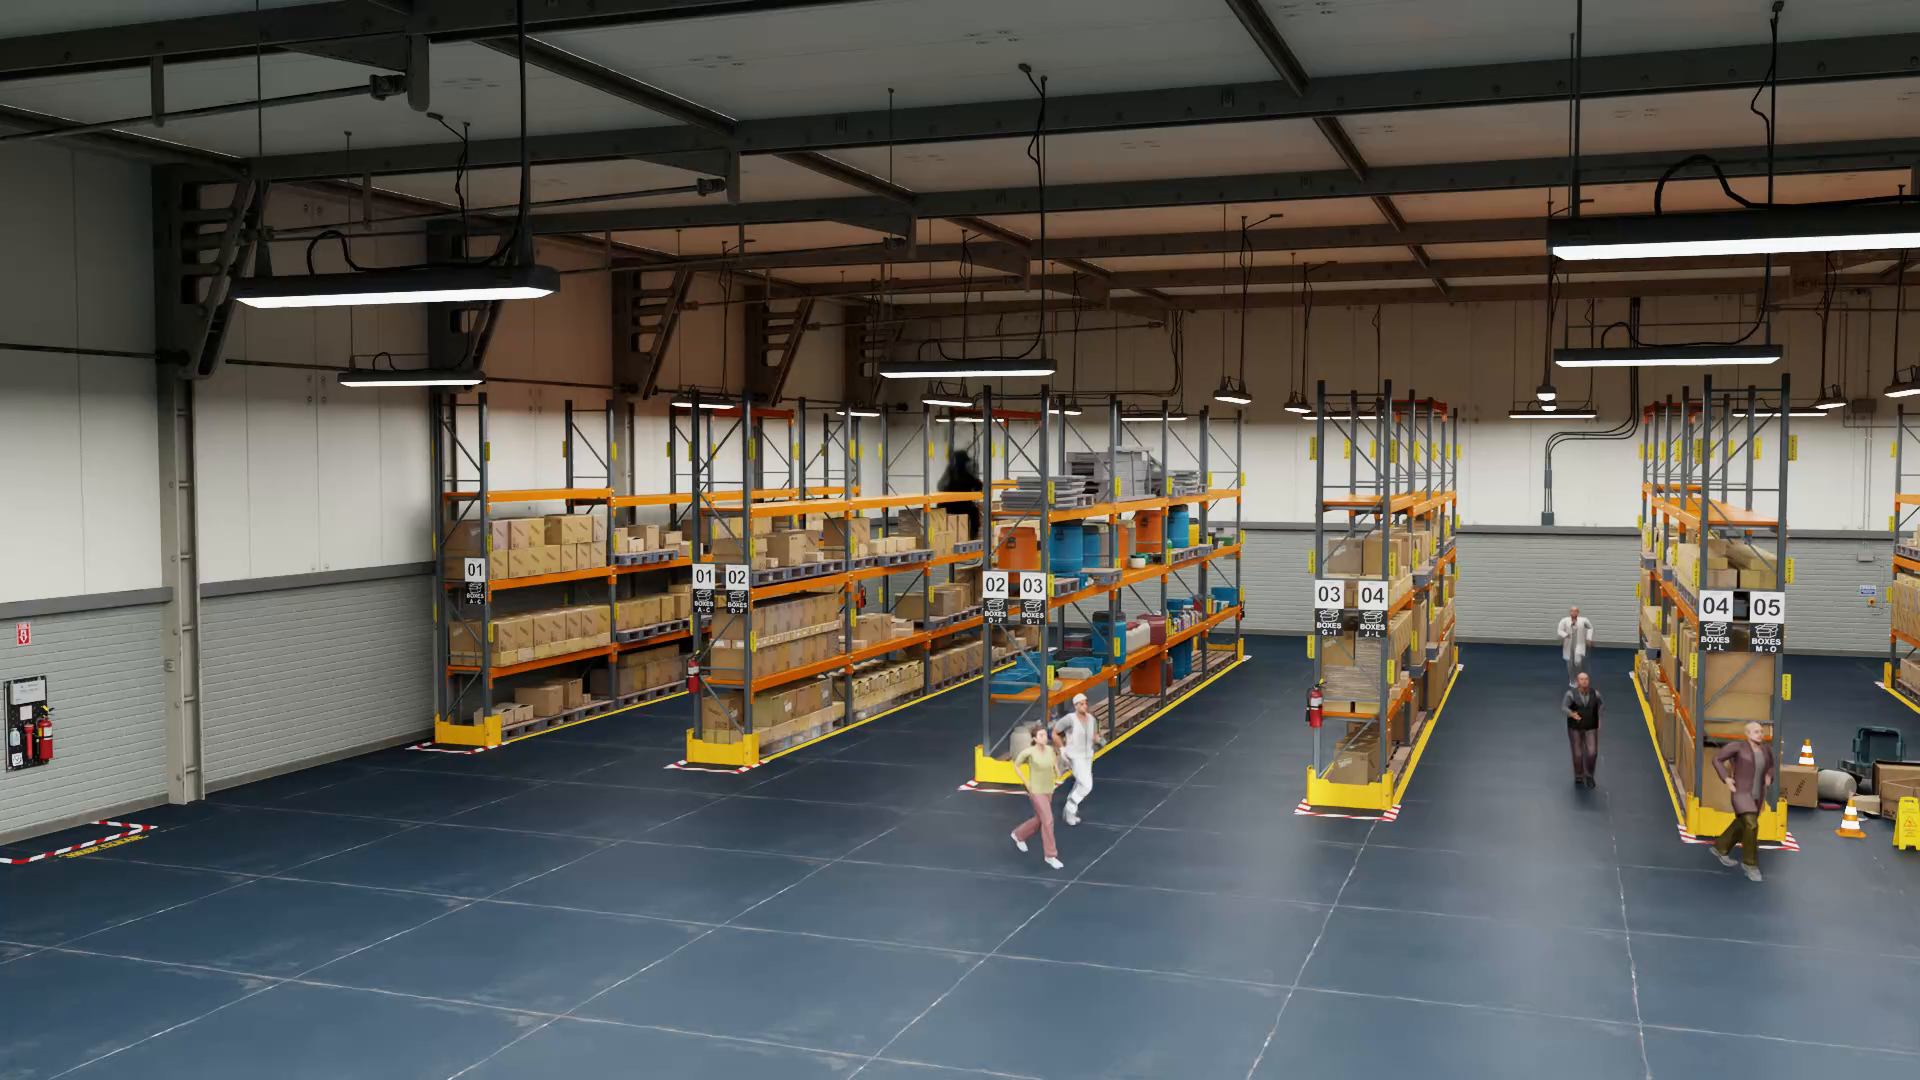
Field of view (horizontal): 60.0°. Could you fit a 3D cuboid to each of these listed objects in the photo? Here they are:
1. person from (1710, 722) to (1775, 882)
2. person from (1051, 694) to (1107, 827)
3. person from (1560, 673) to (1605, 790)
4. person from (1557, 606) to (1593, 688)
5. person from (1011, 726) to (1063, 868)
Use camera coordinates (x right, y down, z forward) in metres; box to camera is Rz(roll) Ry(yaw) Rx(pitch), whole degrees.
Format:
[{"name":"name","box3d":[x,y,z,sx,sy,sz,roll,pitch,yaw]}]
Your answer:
[{"name":"person","box3d":[9.344,3.069,19.761,0.735,1.845,0.855,-1,3,-17]},{"name":"person","box3d":[1.637,2.934,22.204,0.624,1.770,0.667,-3,4,-40]},{"name":"person","box3d":[9.256,2.834,24.711,0.646,1.723,0.701,1,3,17]},{"name":"person","box3d":[12.839,2.272,34.761,0.668,1.808,0.878,2,3,27]},{"name":"person","box3d":[0.967,3.088,20.266,0.564,1.681,0.891,-3,4,-41]}]
